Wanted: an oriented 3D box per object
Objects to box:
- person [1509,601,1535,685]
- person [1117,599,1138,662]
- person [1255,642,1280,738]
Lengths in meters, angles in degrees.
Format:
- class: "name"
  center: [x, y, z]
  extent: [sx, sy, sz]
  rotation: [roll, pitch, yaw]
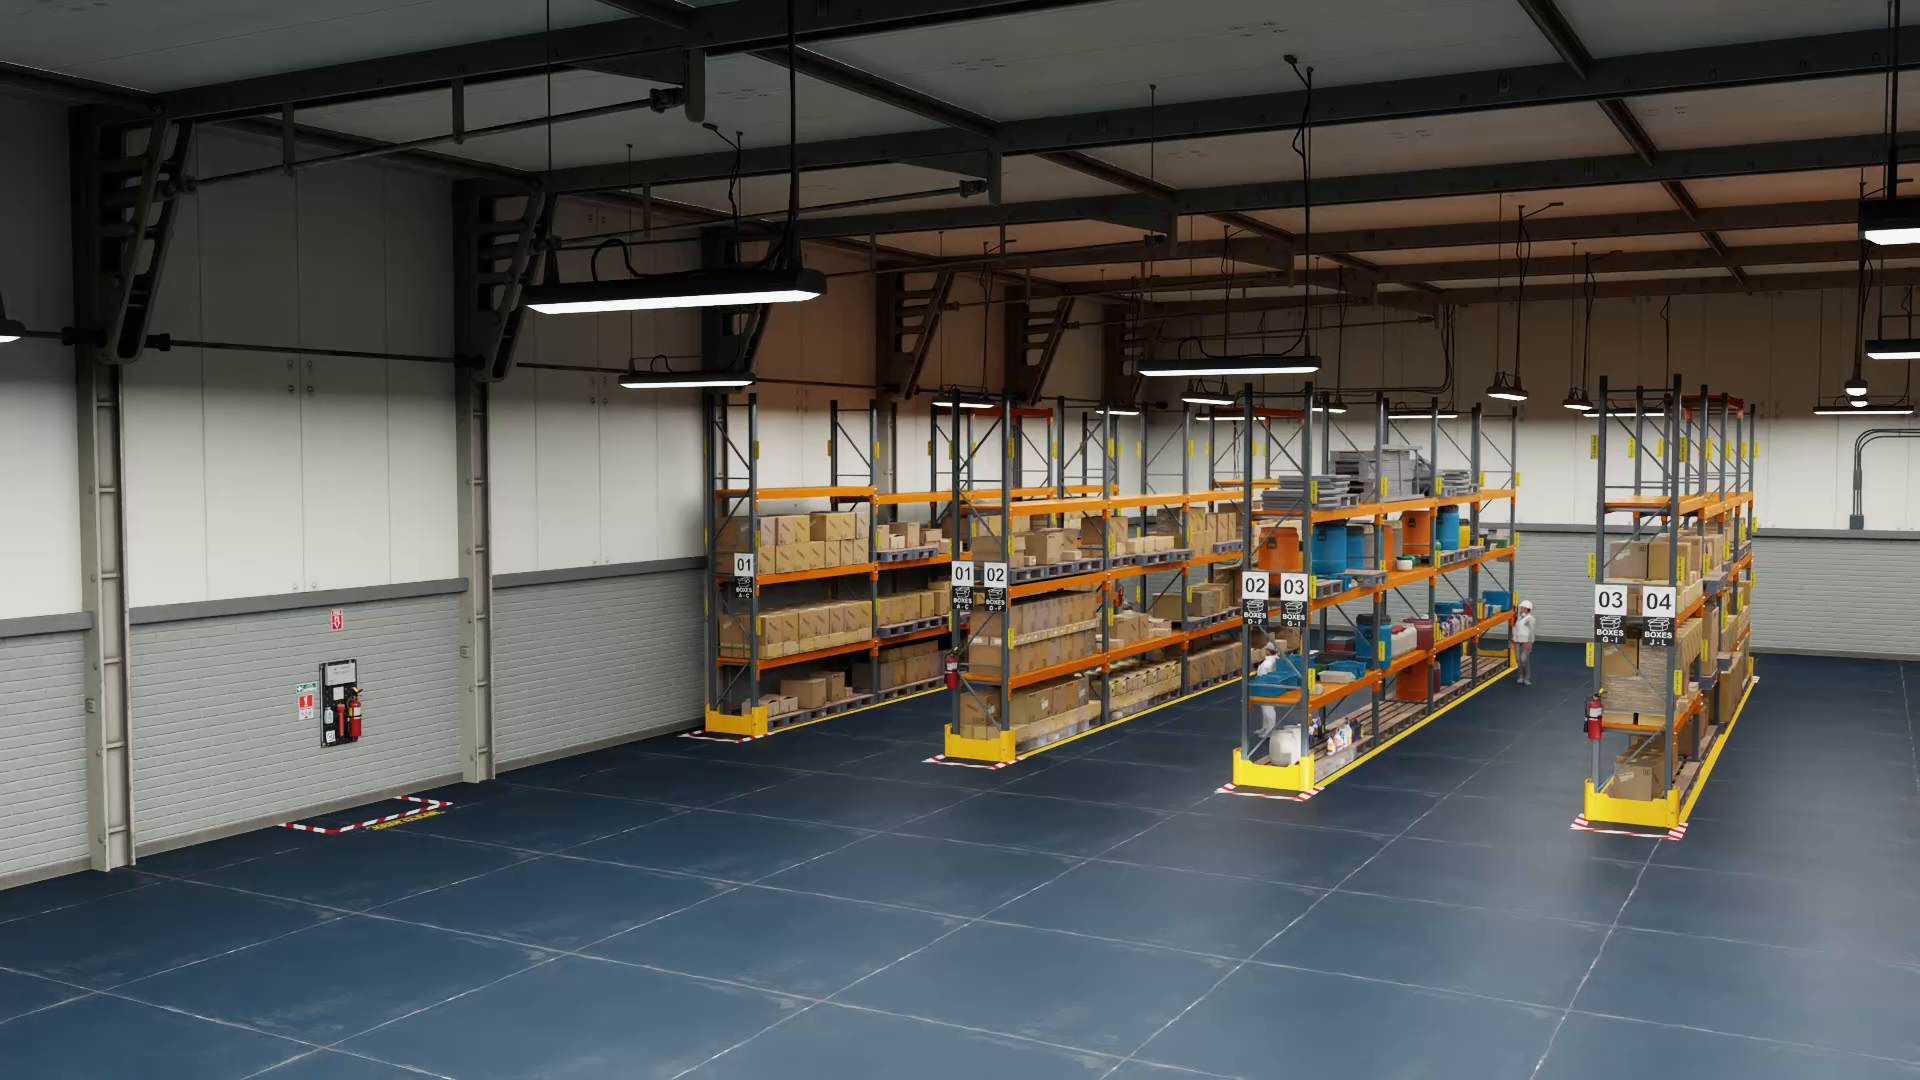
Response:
- class: "person"
  center: [12.108, 2.218, 35.715]
  extent: [0.437, 1.830, 0.583]
  rotation: [-2, 4, -34]
- class: "person"
  center: [3.810, 2.174, 37.348]
  extent: [0.522, 1.731, 0.735]
  rotation: [2, 4, 35]
- class: "person"
  center: [5.370, 2.601, 29.039]
  extent: [0.443, 1.658, 0.529]
  rotation: [1, 3, 14]
